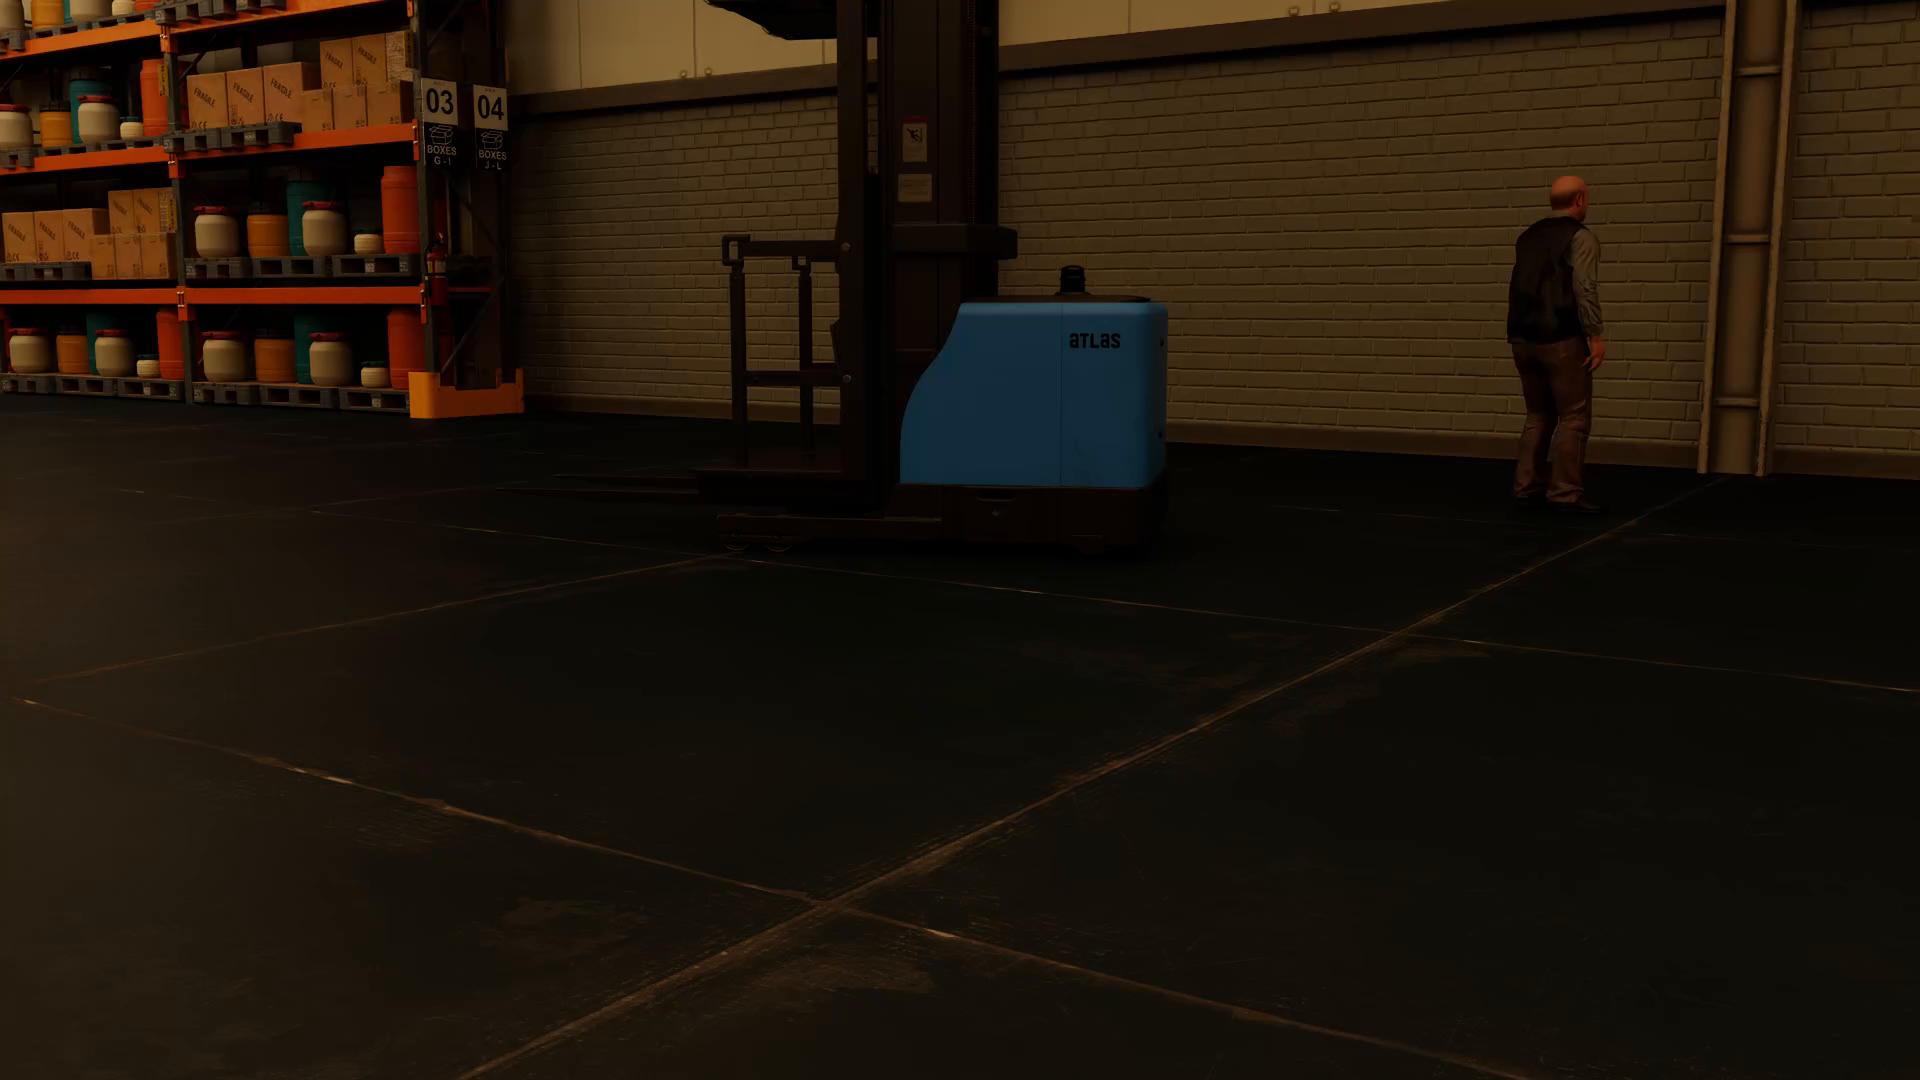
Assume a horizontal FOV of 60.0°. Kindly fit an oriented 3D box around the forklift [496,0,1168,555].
[{"bbox_3d":[-0.596,-1.469,7.520,3.031,2.935,1.130,2,8,12],"label":"forklift"}]

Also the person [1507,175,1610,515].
[{"bbox_3d":[3.062,-1.009,8.588,0.421,1.721,0.594,-3,9,-21],"label":"person"}]
